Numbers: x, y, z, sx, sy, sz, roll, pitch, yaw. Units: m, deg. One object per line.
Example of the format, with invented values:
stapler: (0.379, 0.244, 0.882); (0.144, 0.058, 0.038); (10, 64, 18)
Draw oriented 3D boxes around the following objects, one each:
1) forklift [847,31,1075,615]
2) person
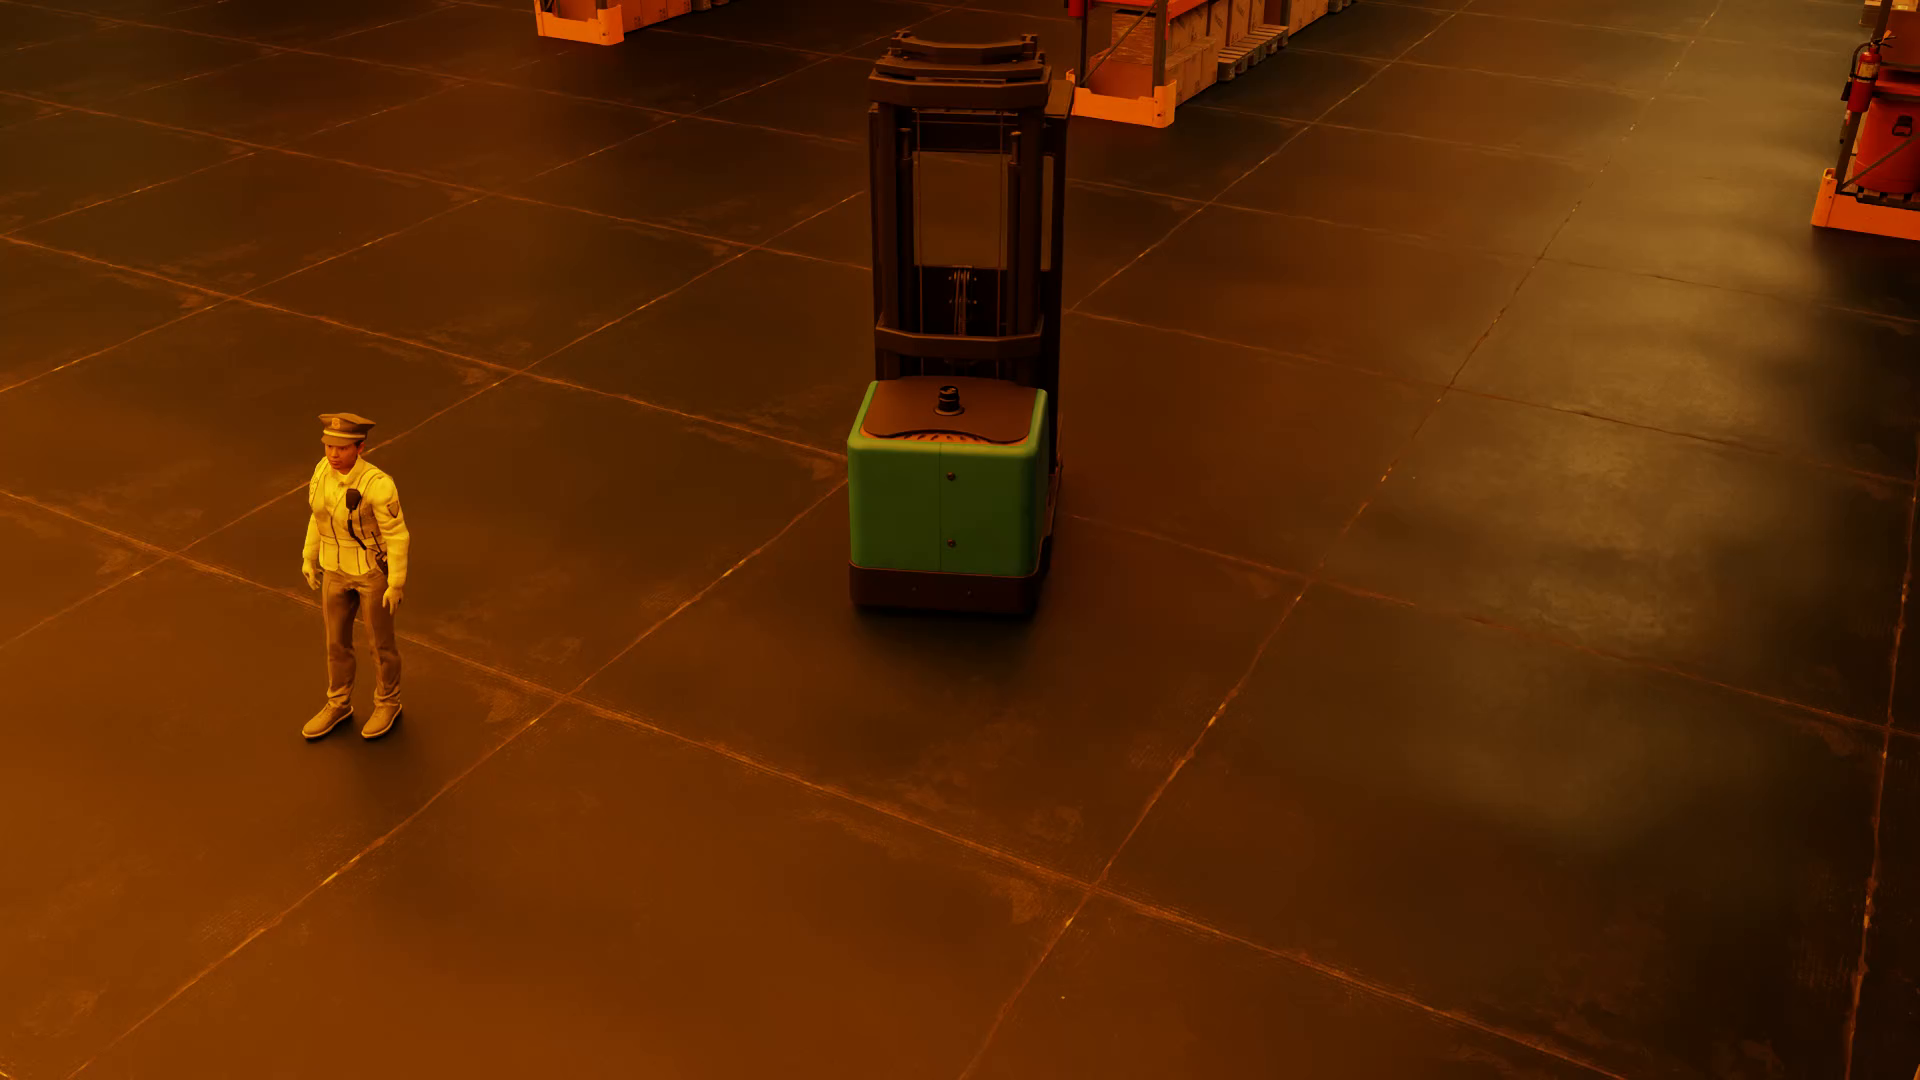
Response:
forklift: (0.072, -1.572, 9.794); (1.130, 2.935, 3.031); (3, 30, 6)
person: (-2.928, 0.182, 7.977); (0.589, 1.695, 0.531); (11, 32, 19)
